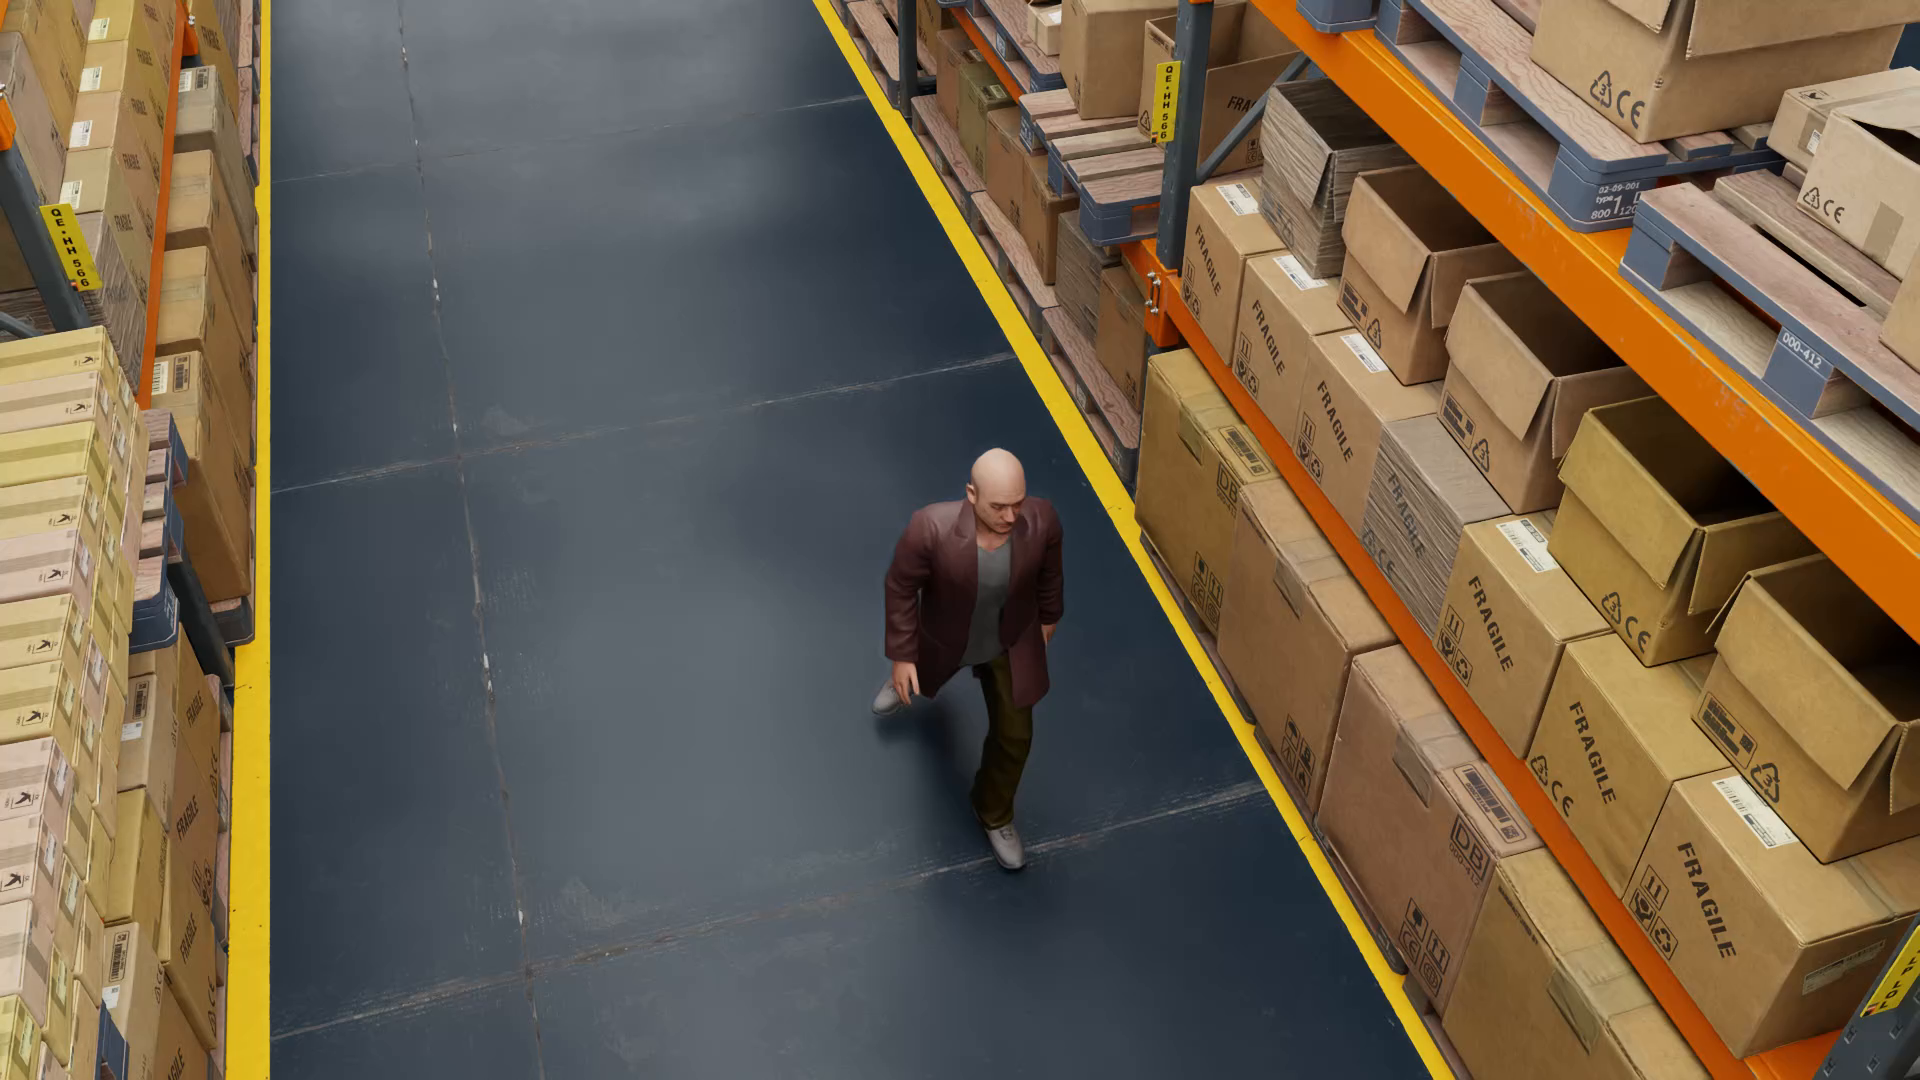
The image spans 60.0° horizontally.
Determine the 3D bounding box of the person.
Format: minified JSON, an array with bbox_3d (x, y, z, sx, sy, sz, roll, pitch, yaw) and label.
[{"bbox_3d":[0.031,0.260,5.892,0.678,1.729,1.012,-6,42,-6],"label":"person"}]
